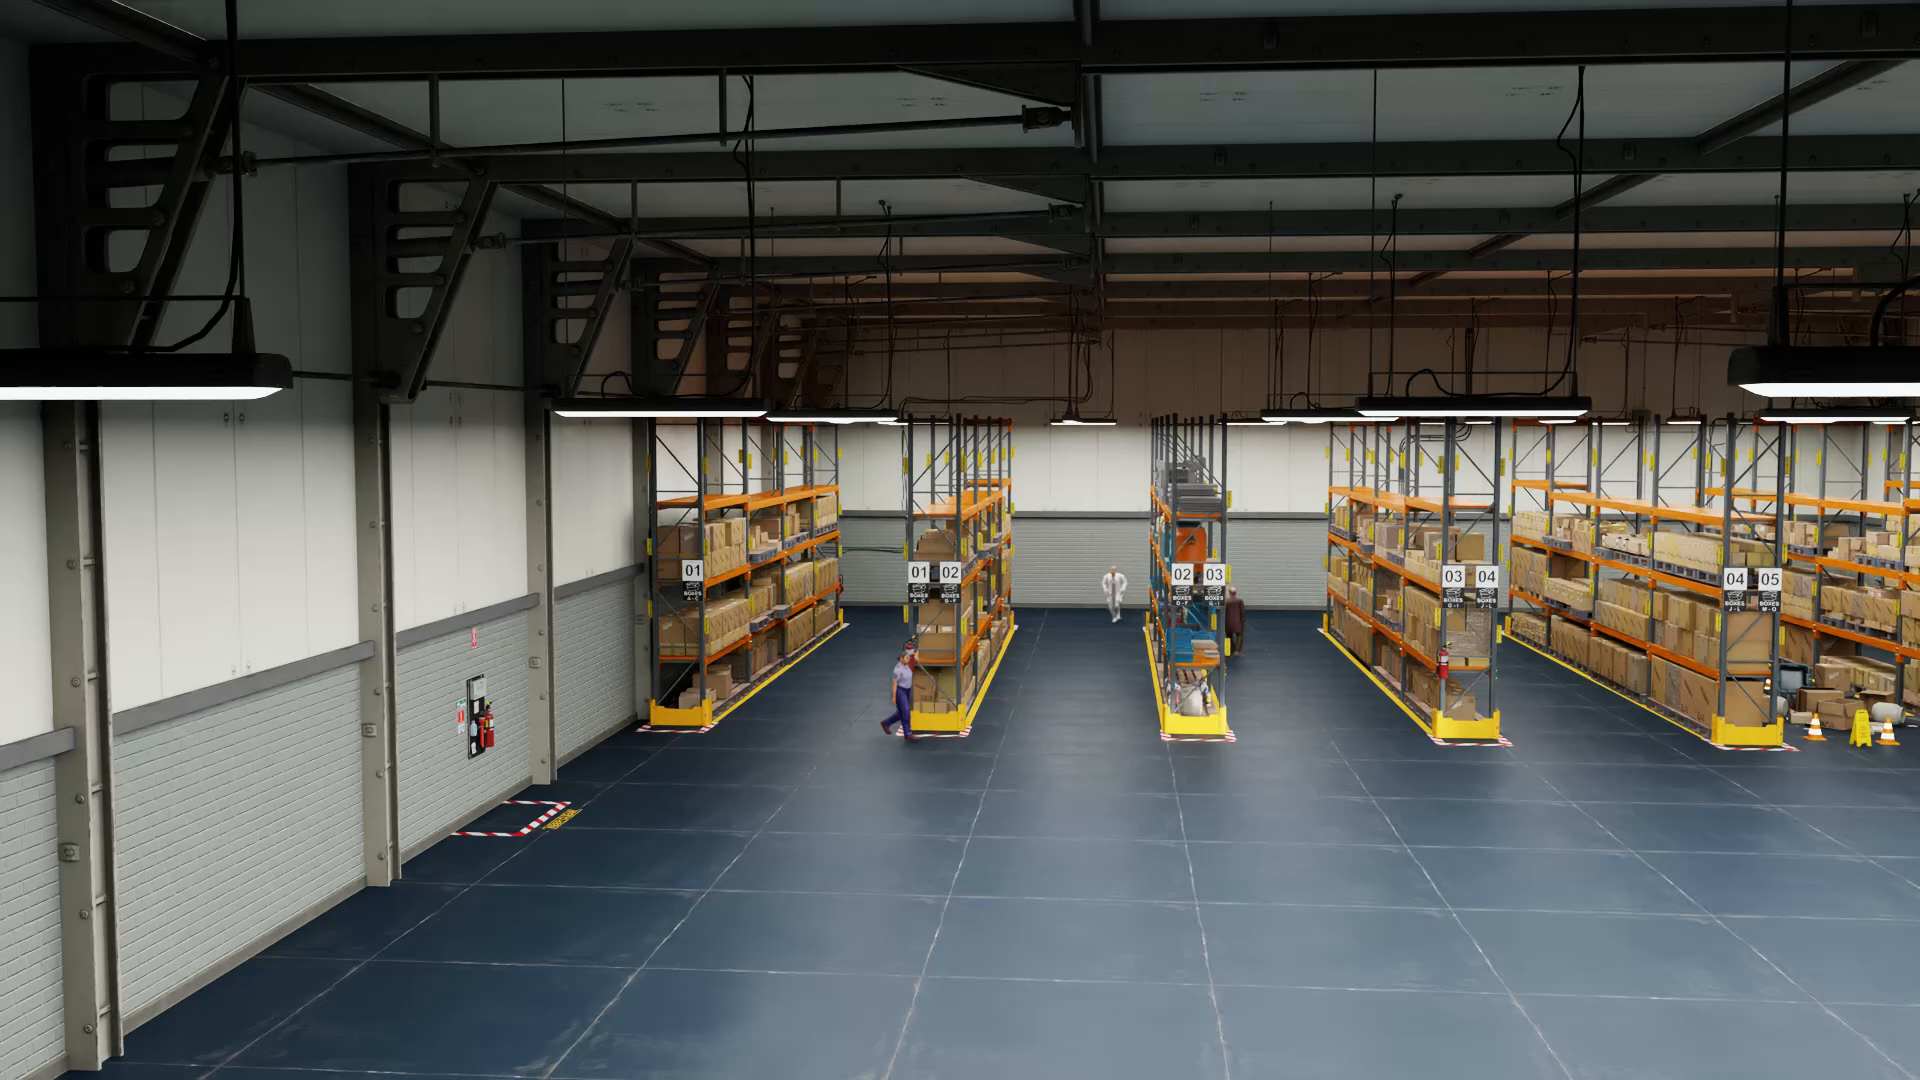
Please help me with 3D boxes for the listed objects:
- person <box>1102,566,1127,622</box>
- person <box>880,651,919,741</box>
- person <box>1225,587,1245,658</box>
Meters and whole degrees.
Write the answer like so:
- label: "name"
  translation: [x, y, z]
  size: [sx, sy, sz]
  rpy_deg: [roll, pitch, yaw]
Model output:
- label: "person"
  translation: [4.560, 1.594, 49.018]
  size: [0.745, 1.684, 0.658]
  rpy_deg: [1, 4, 14]
- label: "person"
  translation: [-1.090, 2.844, 30.634]
  size: [0.837, 1.614, 0.508]
  rpy_deg: [1, 4, 19]
- label: "person"
  translation: [6.789, 2.058, 41.365]
  size: [0.617, 1.775, 0.593]
  rpy_deg: [0, 4, 6]
